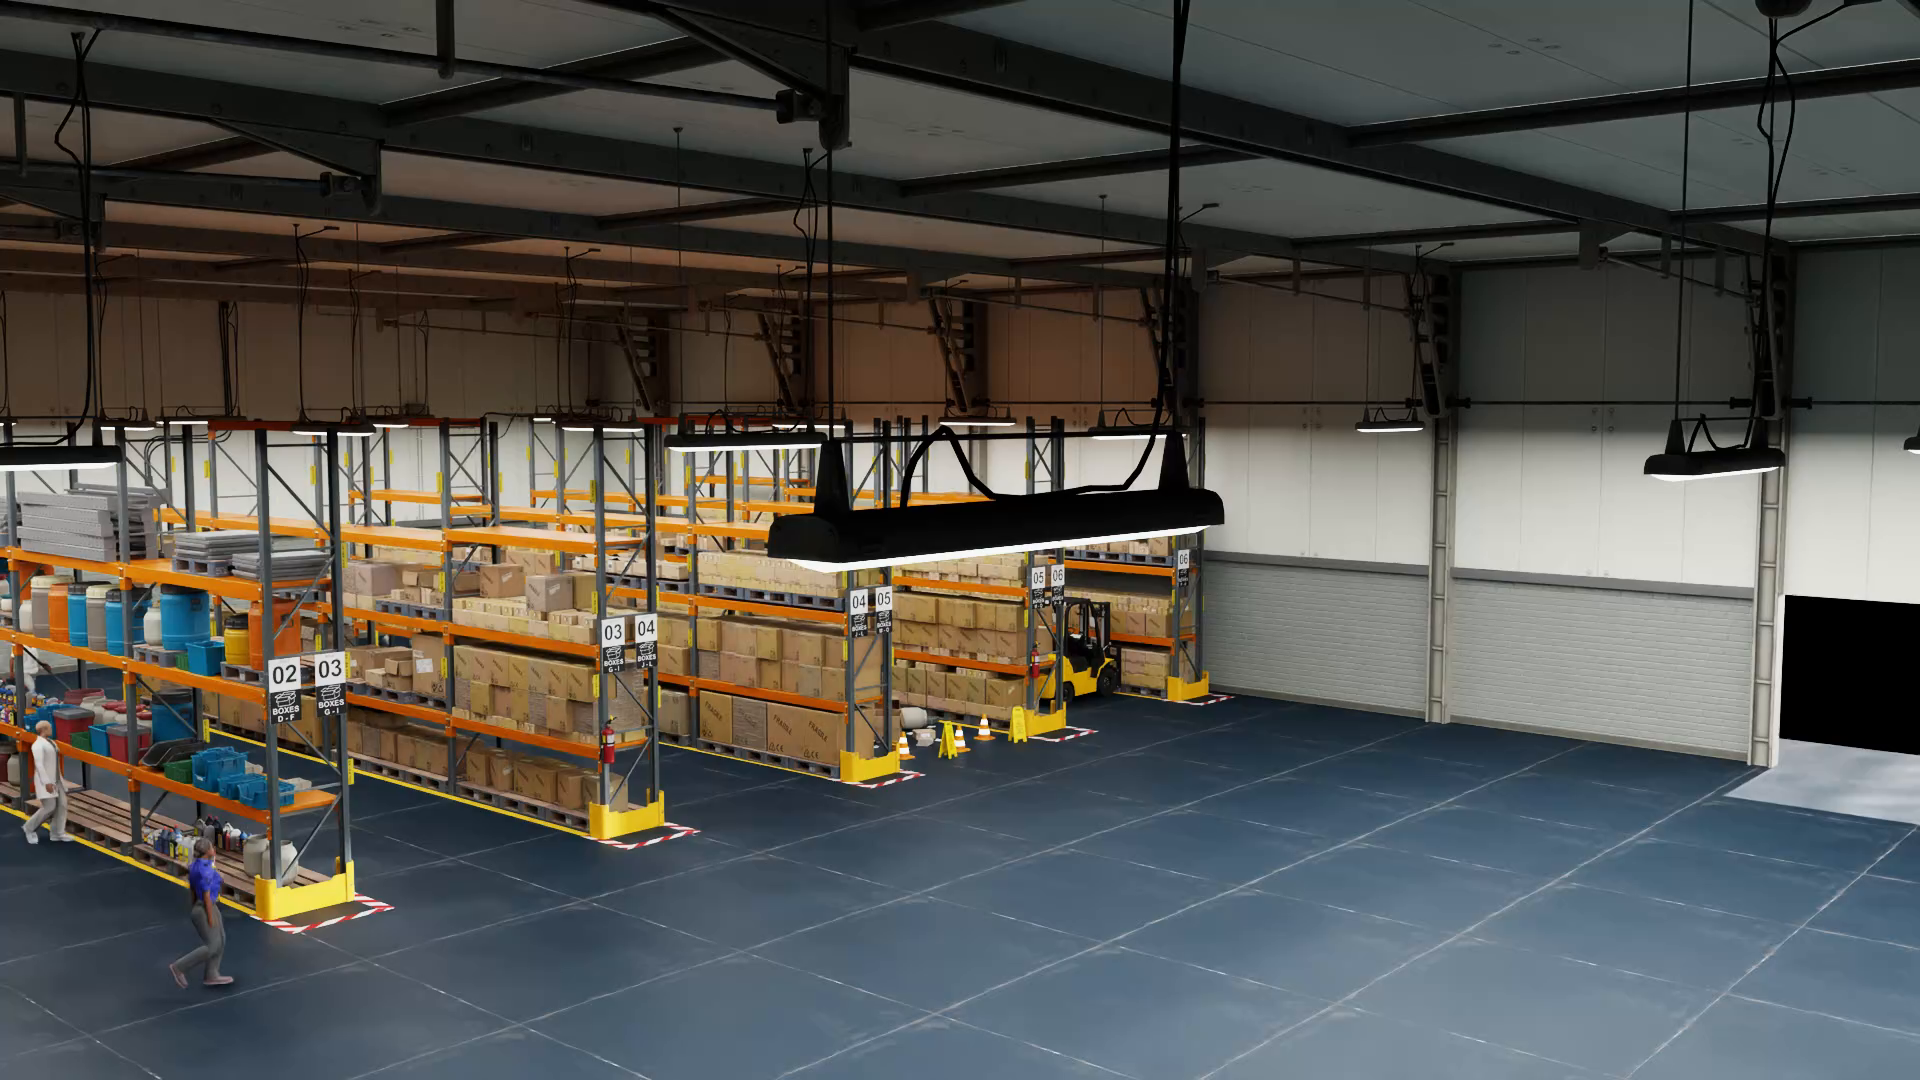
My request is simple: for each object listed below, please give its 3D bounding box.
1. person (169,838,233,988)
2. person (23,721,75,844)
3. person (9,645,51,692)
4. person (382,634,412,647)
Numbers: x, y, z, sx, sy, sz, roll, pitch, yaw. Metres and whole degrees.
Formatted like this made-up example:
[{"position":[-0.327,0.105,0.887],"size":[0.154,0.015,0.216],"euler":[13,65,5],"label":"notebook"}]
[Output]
[{"position":[-8.186,4.018,17.902],"size":[0.596,1.632,0.475],"euler":[-1,5,-17],"label":"person"},{"position":[-13.138,3.477,23.947],"size":[0.703,1.777,0.612],"euler":[0,5,0],"label":"person"},{"position":[-18.846,2.706,33.576],"size":[0.868,1.791,0.747],"euler":[2,5,18],"label":"person"},{"position":[-14.389,1.893,42.839],"size":[0.959,1.769,0.563],"euler":[1,5,7],"label":"person"}]
